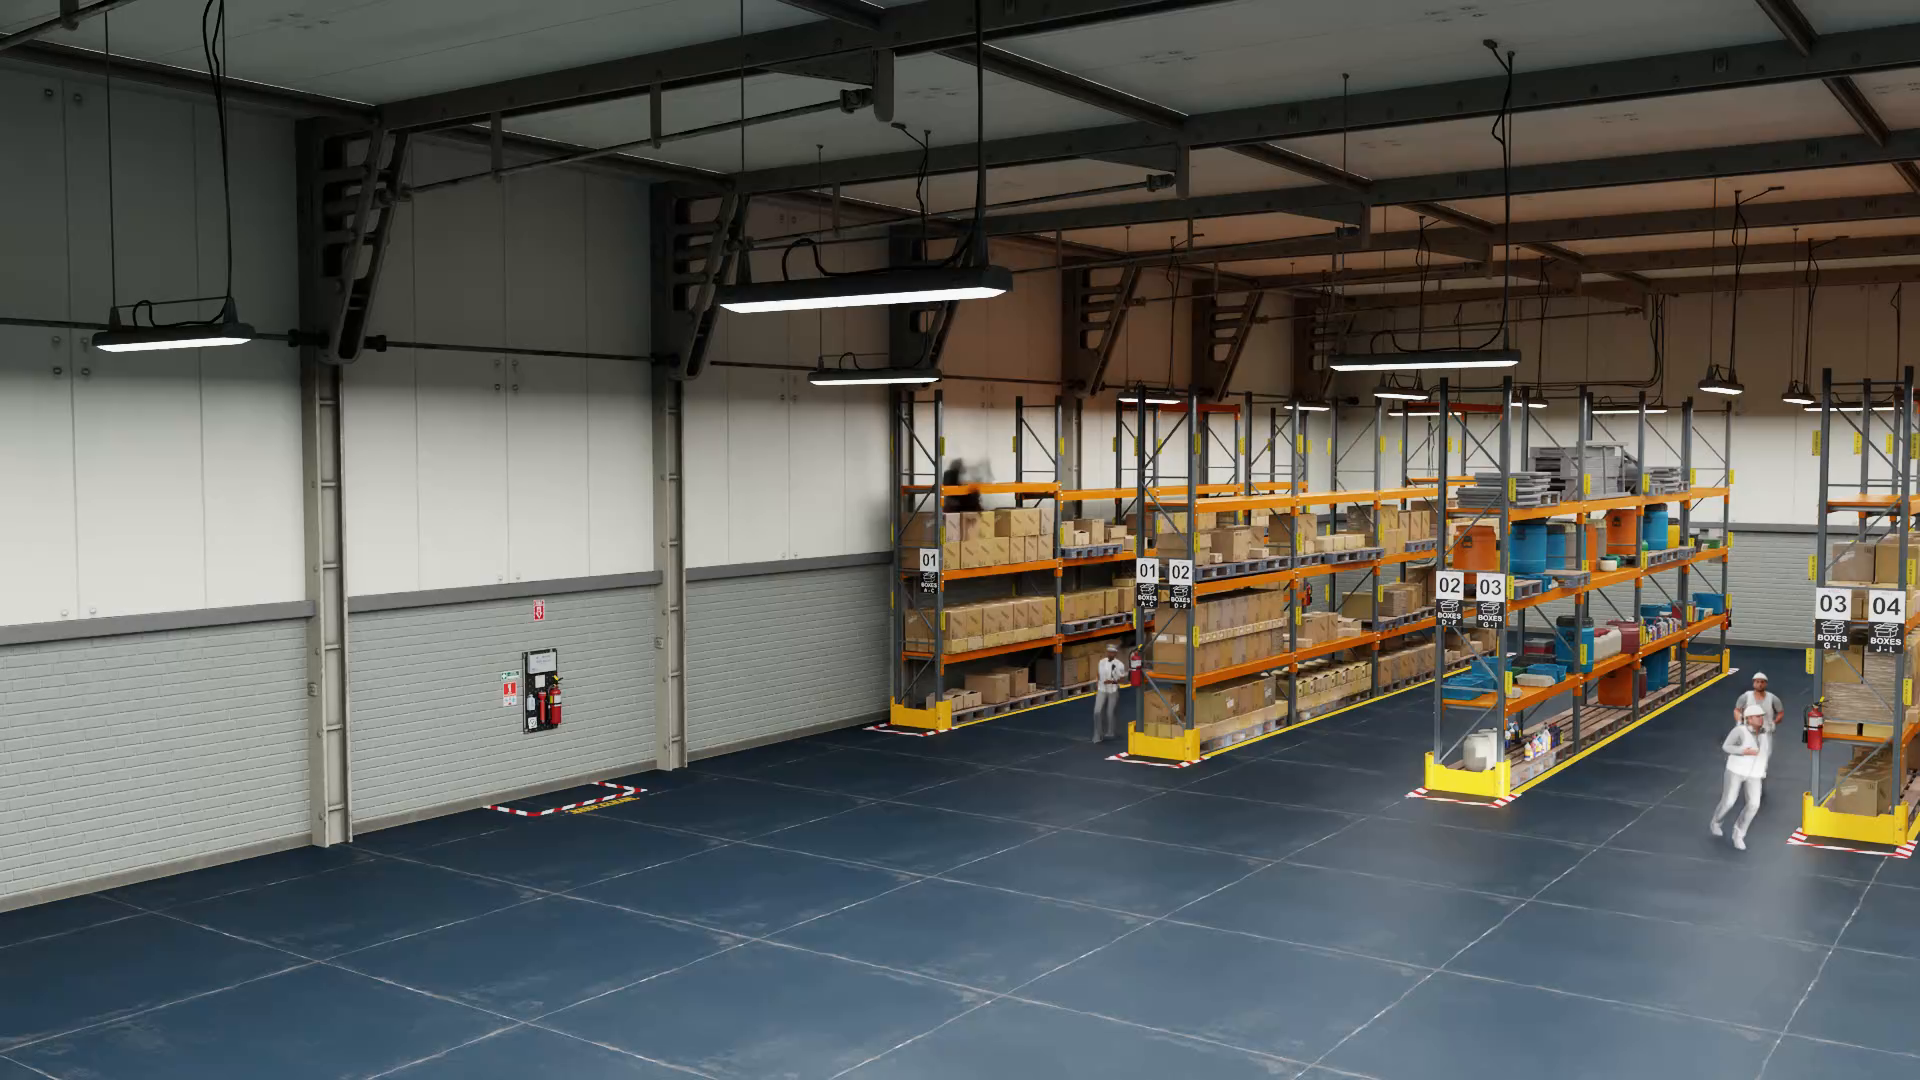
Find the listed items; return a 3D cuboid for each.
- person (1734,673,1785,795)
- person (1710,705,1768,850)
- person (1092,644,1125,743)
[{"bbox_3d":[11.547,2.786,24.037,0.657,1.743,0.605,2,4,25],"label":"person"},{"bbox_3d":[9.900,2.959,20.924,0.673,1.798,0.728,0,3,2],"label":"person"},{"bbox_3d":[2.538,2.602,28.217,0.559,1.724,0.717,1,3,23],"label":"person"}]
